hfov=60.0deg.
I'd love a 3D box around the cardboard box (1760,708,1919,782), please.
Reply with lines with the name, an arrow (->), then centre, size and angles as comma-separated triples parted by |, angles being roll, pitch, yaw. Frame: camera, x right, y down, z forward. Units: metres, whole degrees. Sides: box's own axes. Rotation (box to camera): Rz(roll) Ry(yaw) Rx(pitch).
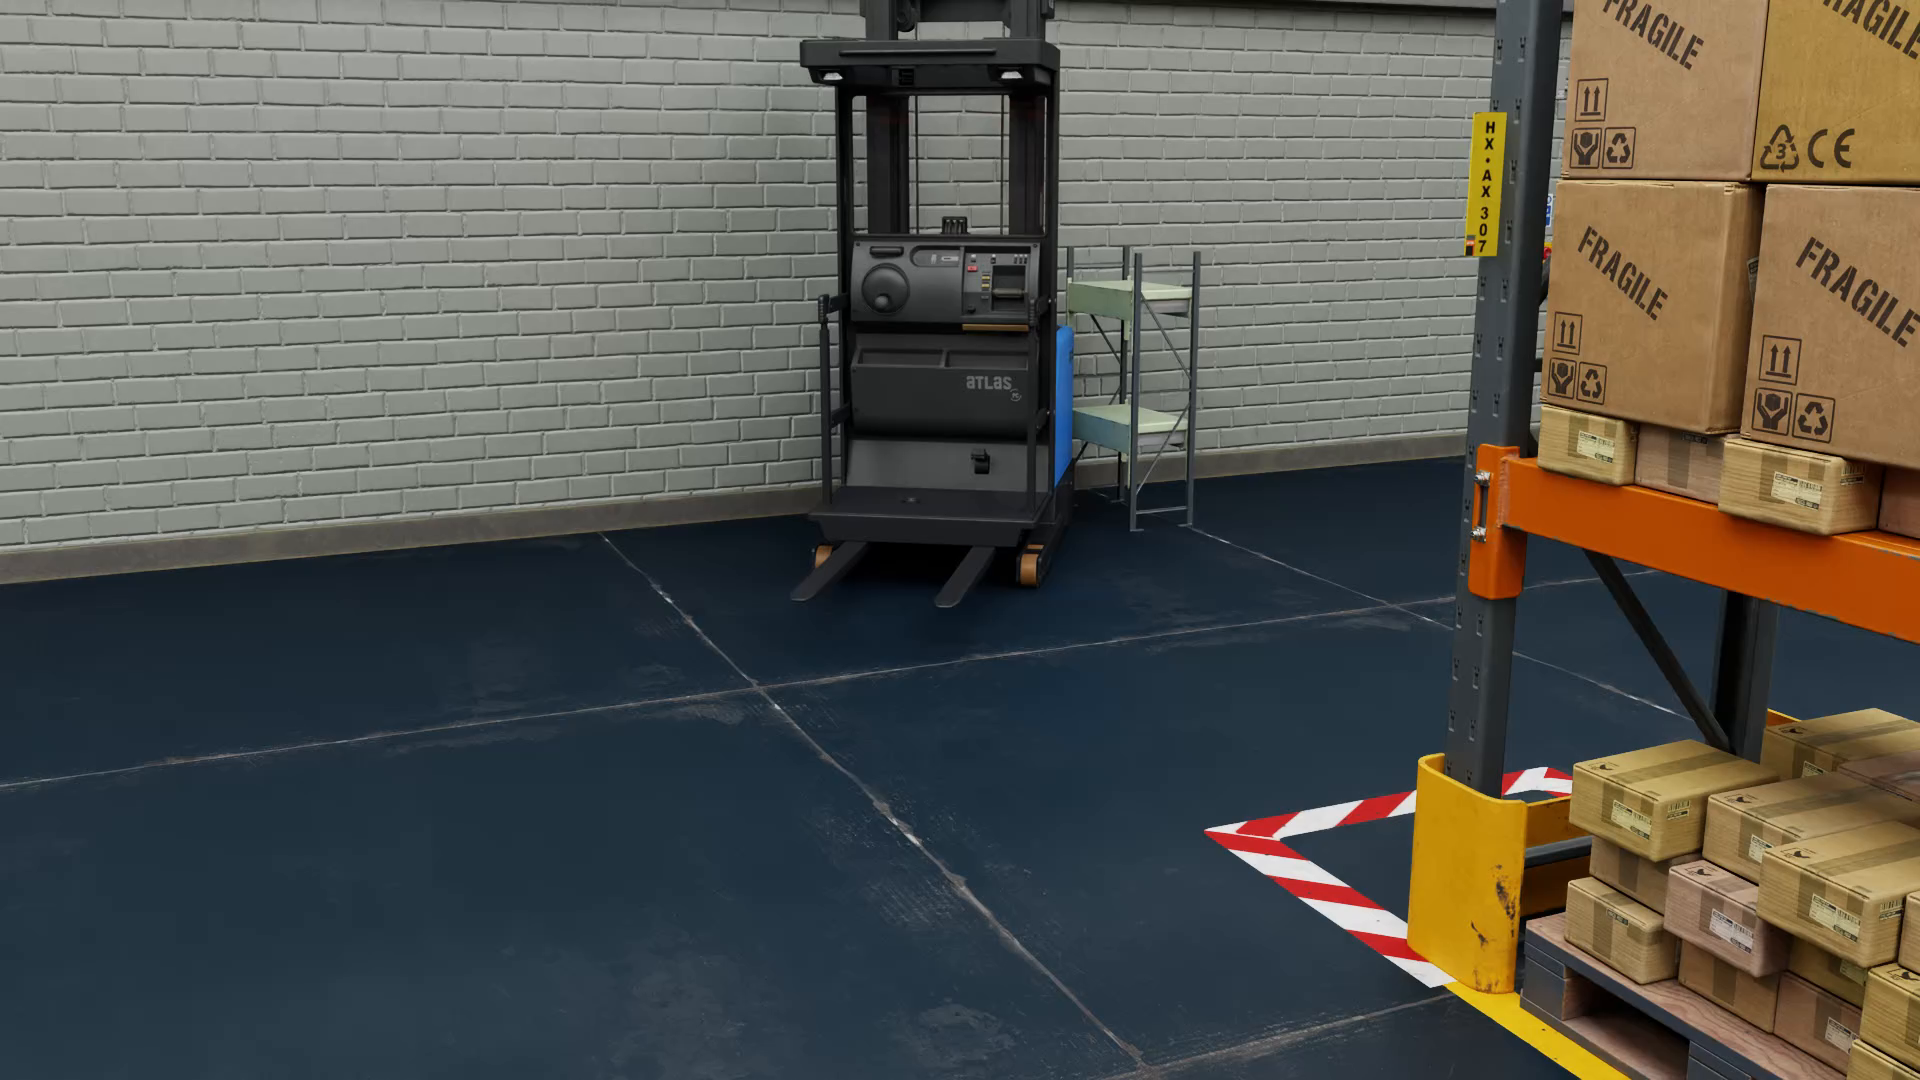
cardboard box -> 2.160, 0.532, 3.991 | 0.380, 0.149, 0.250 | -5, 14, -22

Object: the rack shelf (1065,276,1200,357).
rack shelf -> 0.945, -1.248, 9.207 | 0.431, 0.370, 0.720 | -6, 14, -25

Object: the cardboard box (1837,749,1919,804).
cardboard box -> 2.208, 0.589, 3.744 | 0.380, 0.149, 0.250 | -5, 14, -22

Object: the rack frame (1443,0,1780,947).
rack frame -> 1.715, -0.449, 4.157 | 1.000, 3.000, 0.127 | -6, 14, -23

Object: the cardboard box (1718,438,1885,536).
cardboard box -> 1.744, -0.121, 3.297 | 0.380, 0.149, 0.250 | -6, 14, -25

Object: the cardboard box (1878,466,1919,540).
cardboard box -> 1.973, -0.080, 3.119 | 0.380, 0.149, 0.250 | -5, 14, -20

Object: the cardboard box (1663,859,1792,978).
cardboard box -> 1.748, 0.784, 3.564 | 0.380, 0.149, 0.250 | -6, 14, -23

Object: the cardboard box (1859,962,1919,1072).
cardboard box -> 1.931, 0.889, 3.108 | 0.380, 0.149, 0.250 | -5, 14, -21

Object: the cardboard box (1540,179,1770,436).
cardboard box -> 1.642, -0.525, 3.604 | 0.500, 0.500, 0.500 | -5, 14, -20

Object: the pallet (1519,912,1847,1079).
pallet -> 2.039, 1.096, 3.665 | 1.003, 0.211, 1.213 | -6, 14, -23

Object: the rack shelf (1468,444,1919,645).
rack shelf -> 2.517, 0.315, 2.453 | 1.077, 0.370, 4.000 | -6, 14, -23

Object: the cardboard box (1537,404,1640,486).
cardboard box -> 1.545, -0.230, 3.769 | 0.380, 0.149, 0.250 | -6, 14, -23

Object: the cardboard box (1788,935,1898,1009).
cardboard box -> 1.927, 0.826, 3.380 | 0.380, 0.149, 0.250 | -5, 14, -22

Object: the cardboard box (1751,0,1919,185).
cardboard box -> 1.860, -0.909, 3.048 | 0.500, 0.500, 0.500 | -5, 14, -21

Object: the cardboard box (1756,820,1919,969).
cardboard box -> 1.818, 0.694, 3.290 | 0.380, 0.149, 0.250 | -6, 14, -23

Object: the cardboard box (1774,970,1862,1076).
cardboard box -> 1.918, 0.970, 3.418 | 0.380, 0.149, 0.250 | -5, 14, -22

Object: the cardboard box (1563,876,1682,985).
cardboard box -> 1.632, 0.872, 3.839 | 0.380, 0.149, 0.250 | -5, 14, -22

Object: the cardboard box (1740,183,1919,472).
cardboard box -> 1.880, -0.417, 3.136 | 0.500, 0.500, 0.500 | -6, 14, -23

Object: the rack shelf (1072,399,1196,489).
rack shelf -> 0.945, -0.551, 9.368 | 0.431, 0.370, 0.720 | -6, 14, -25

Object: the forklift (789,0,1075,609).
forklift -> -0.107, -1.289, 7.938 | 1.130, 2.935, 3.031 | 2, 13, 10

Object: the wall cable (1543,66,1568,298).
wall cable -> 3.930, -2.590, 11.086 | 0.585, 1.953, 0.123 | -6, 14, -23

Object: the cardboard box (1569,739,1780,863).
cardboard box -> 1.614, 0.584, 3.764 | 0.380, 0.149, 0.250 | -6, 14, -26

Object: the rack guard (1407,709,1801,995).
rack guard -> 1.746, 0.785, 4.371 | 1.175, 0.500, 0.348 | -6, 14, -23

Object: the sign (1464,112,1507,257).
sign -> 1.218, -0.822, 3.848 | 0.100, 0.325, 0.005 | -6, 14, -23

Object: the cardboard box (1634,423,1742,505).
cardboard box -> 1.685, -0.181, 3.558 | 0.380, 0.149, 0.250 | -5, 14, -21

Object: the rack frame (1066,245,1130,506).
rack frame -> 0.788, -0.943, 9.617 | 0.400, 1.500, 0.023 | -6, 14, -25

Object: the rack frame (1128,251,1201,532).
rack frame -> 1.102, -0.794, 8.973 | 0.400, 1.500, 0.023 | -6, 14, -25

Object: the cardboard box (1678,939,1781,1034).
cardboard box -> 1.812, 0.919, 3.637 | 0.380, 0.149, 0.250 | -6, 14, -23

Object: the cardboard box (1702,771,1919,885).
cardboard box -> 1.835, 0.631, 3.565 | 0.380, 0.149, 0.250 | -5, 14, -22

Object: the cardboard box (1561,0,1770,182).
cardboard box -> 1.652, -1.013, 3.496 | 0.500, 0.500, 0.500 | -6, 14, -23

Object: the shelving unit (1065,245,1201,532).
shelving unit -> 0.945, -0.868, 9.295 | 0.431, 1.500, 0.755 | -6, 14, -25

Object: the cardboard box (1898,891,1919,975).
cardboard box -> 1.993, 0.738, 3.101 | 0.380, 0.149, 0.250 | -6, 14, -26

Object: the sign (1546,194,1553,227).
sign -> 3.862, -2.220, 11.209 | 0.327, 0.218, 0.001 | -6, 14, -23

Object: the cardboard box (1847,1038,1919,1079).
cardboard box -> 1.920, 1.033, 3.147 | 0.380, 0.149, 0.250 | -5, 14, -22

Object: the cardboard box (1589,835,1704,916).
cardboard box -> 1.690, 0.722, 3.830 | 0.380, 0.149, 0.250 | -5, 14, -21
